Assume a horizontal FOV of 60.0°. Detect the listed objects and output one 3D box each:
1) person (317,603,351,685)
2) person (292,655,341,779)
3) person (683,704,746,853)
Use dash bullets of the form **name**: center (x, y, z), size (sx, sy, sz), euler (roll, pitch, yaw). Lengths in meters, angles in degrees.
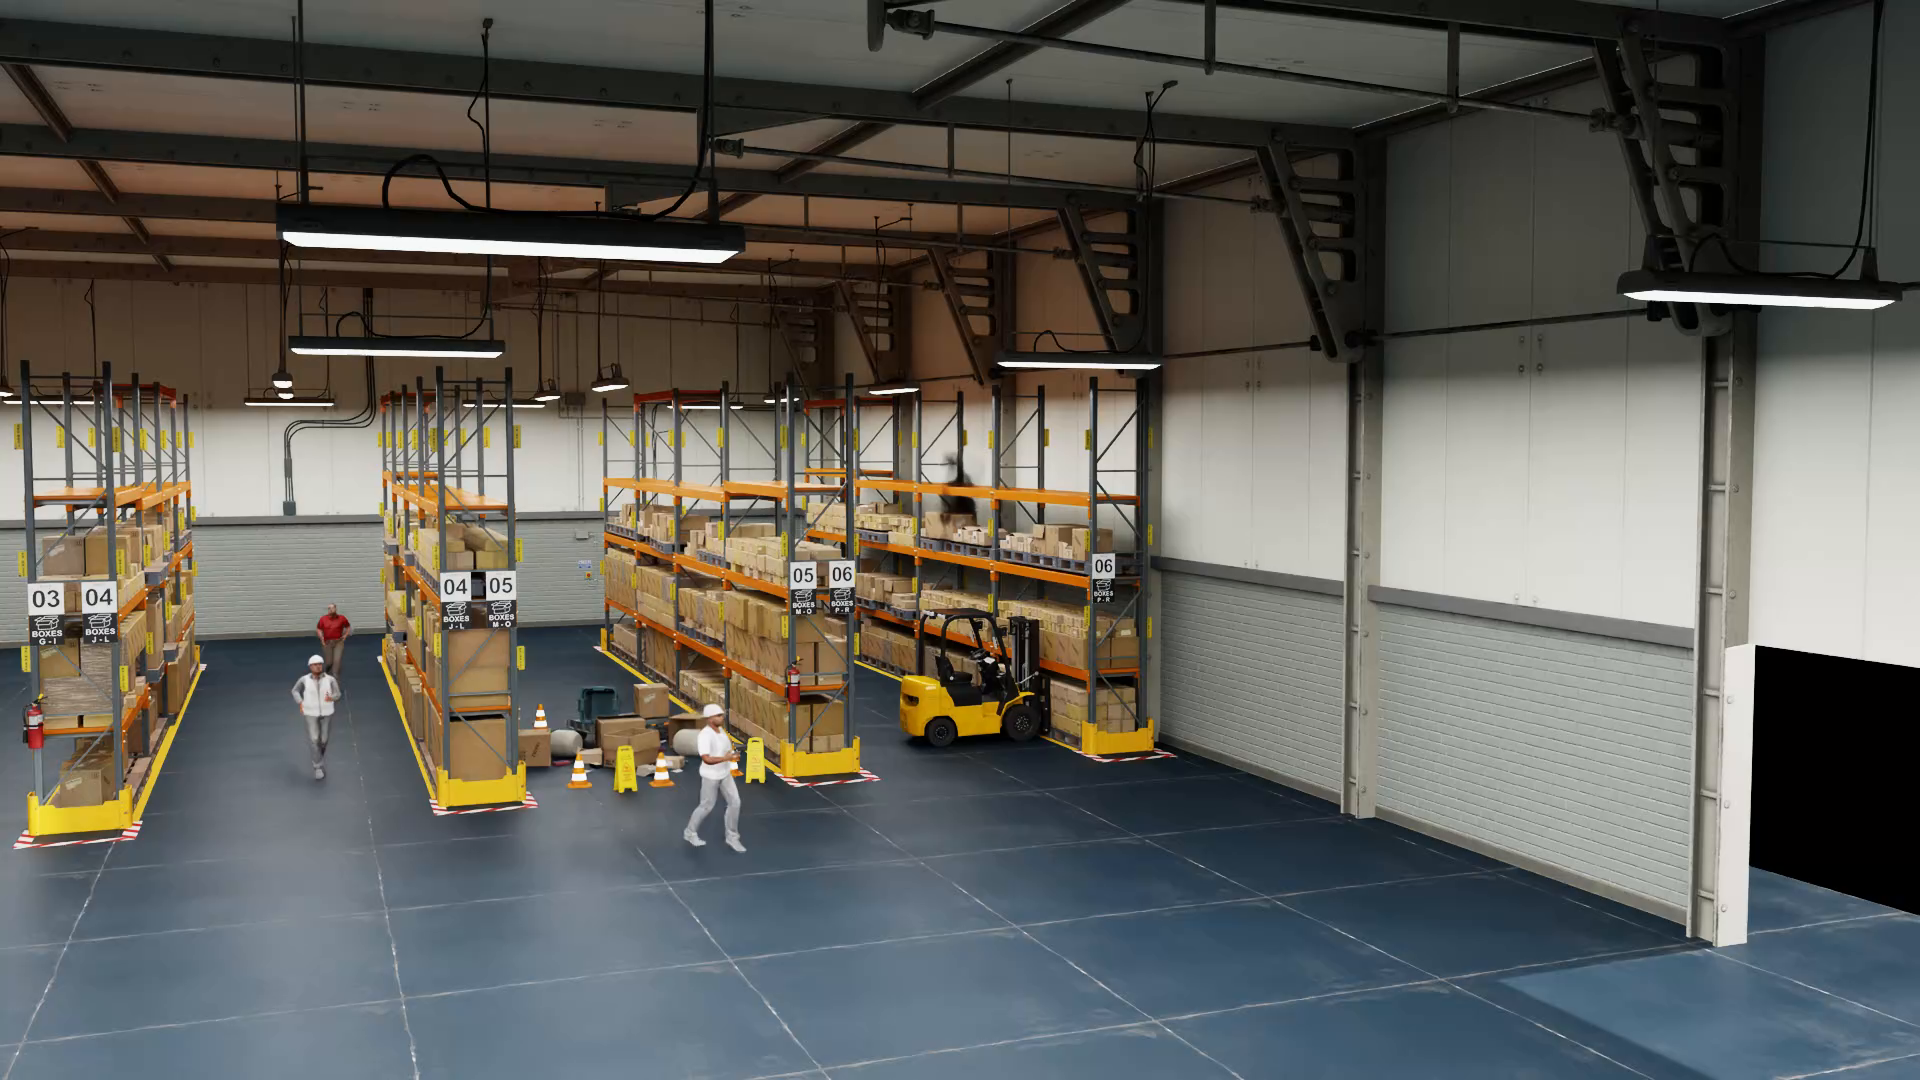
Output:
- **person**: center (-12.730, 2.134, 33.836), size (0.660, 1.708, 0.662), euler (-1, 4, -19)
- **person**: center (-9.557, 2.598, 24.762), size (0.662, 1.772, 0.912), euler (-2, 4, -31)
- **person**: center (-2.987, 2.897, 20.194), size (0.796, 1.828, 0.674), euler (1, 4, 23)
